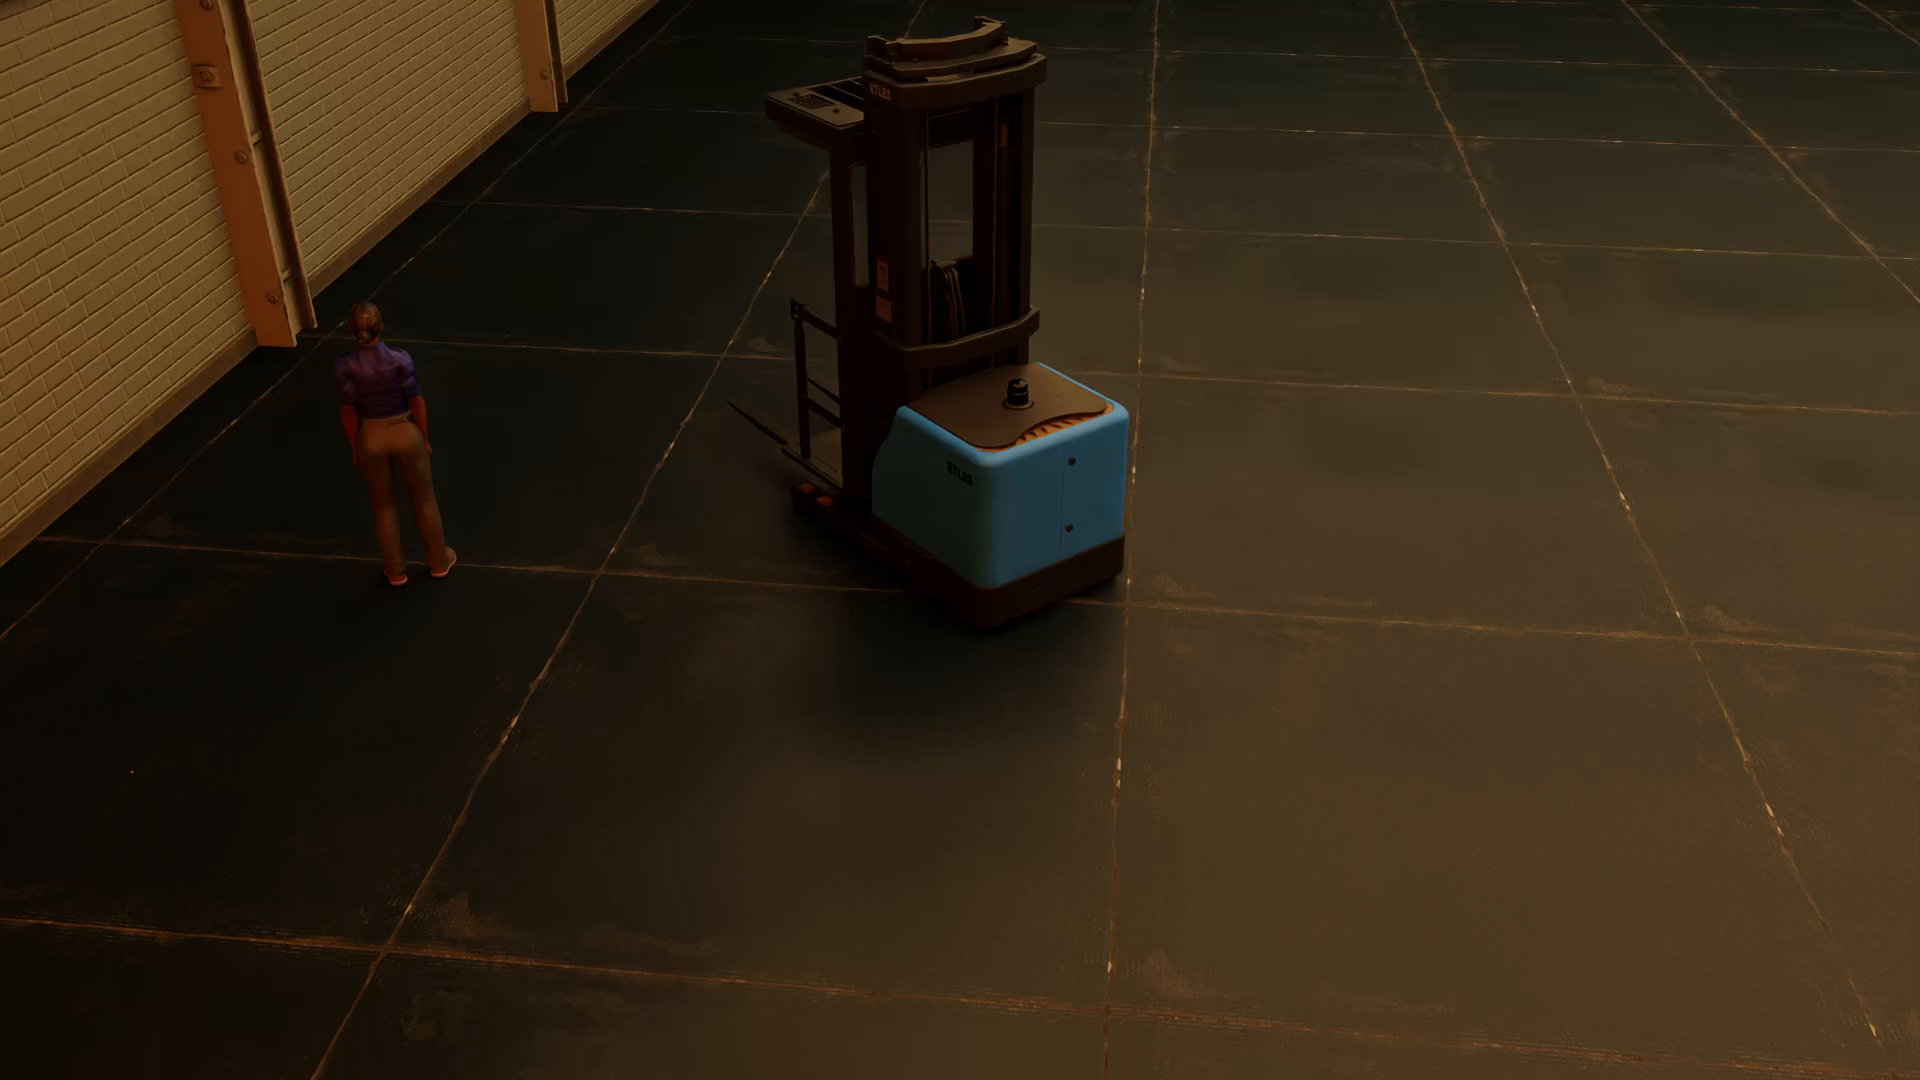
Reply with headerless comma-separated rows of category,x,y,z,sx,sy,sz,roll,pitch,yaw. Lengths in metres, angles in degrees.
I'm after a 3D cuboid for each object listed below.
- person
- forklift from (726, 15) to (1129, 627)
person,-3.099,-0.530,9.070,0.446,1.662,0.327,-9,32,-14
forklift,-0.365,-1.491,9.440,1.130,2.935,3.031,-21,37,-31
